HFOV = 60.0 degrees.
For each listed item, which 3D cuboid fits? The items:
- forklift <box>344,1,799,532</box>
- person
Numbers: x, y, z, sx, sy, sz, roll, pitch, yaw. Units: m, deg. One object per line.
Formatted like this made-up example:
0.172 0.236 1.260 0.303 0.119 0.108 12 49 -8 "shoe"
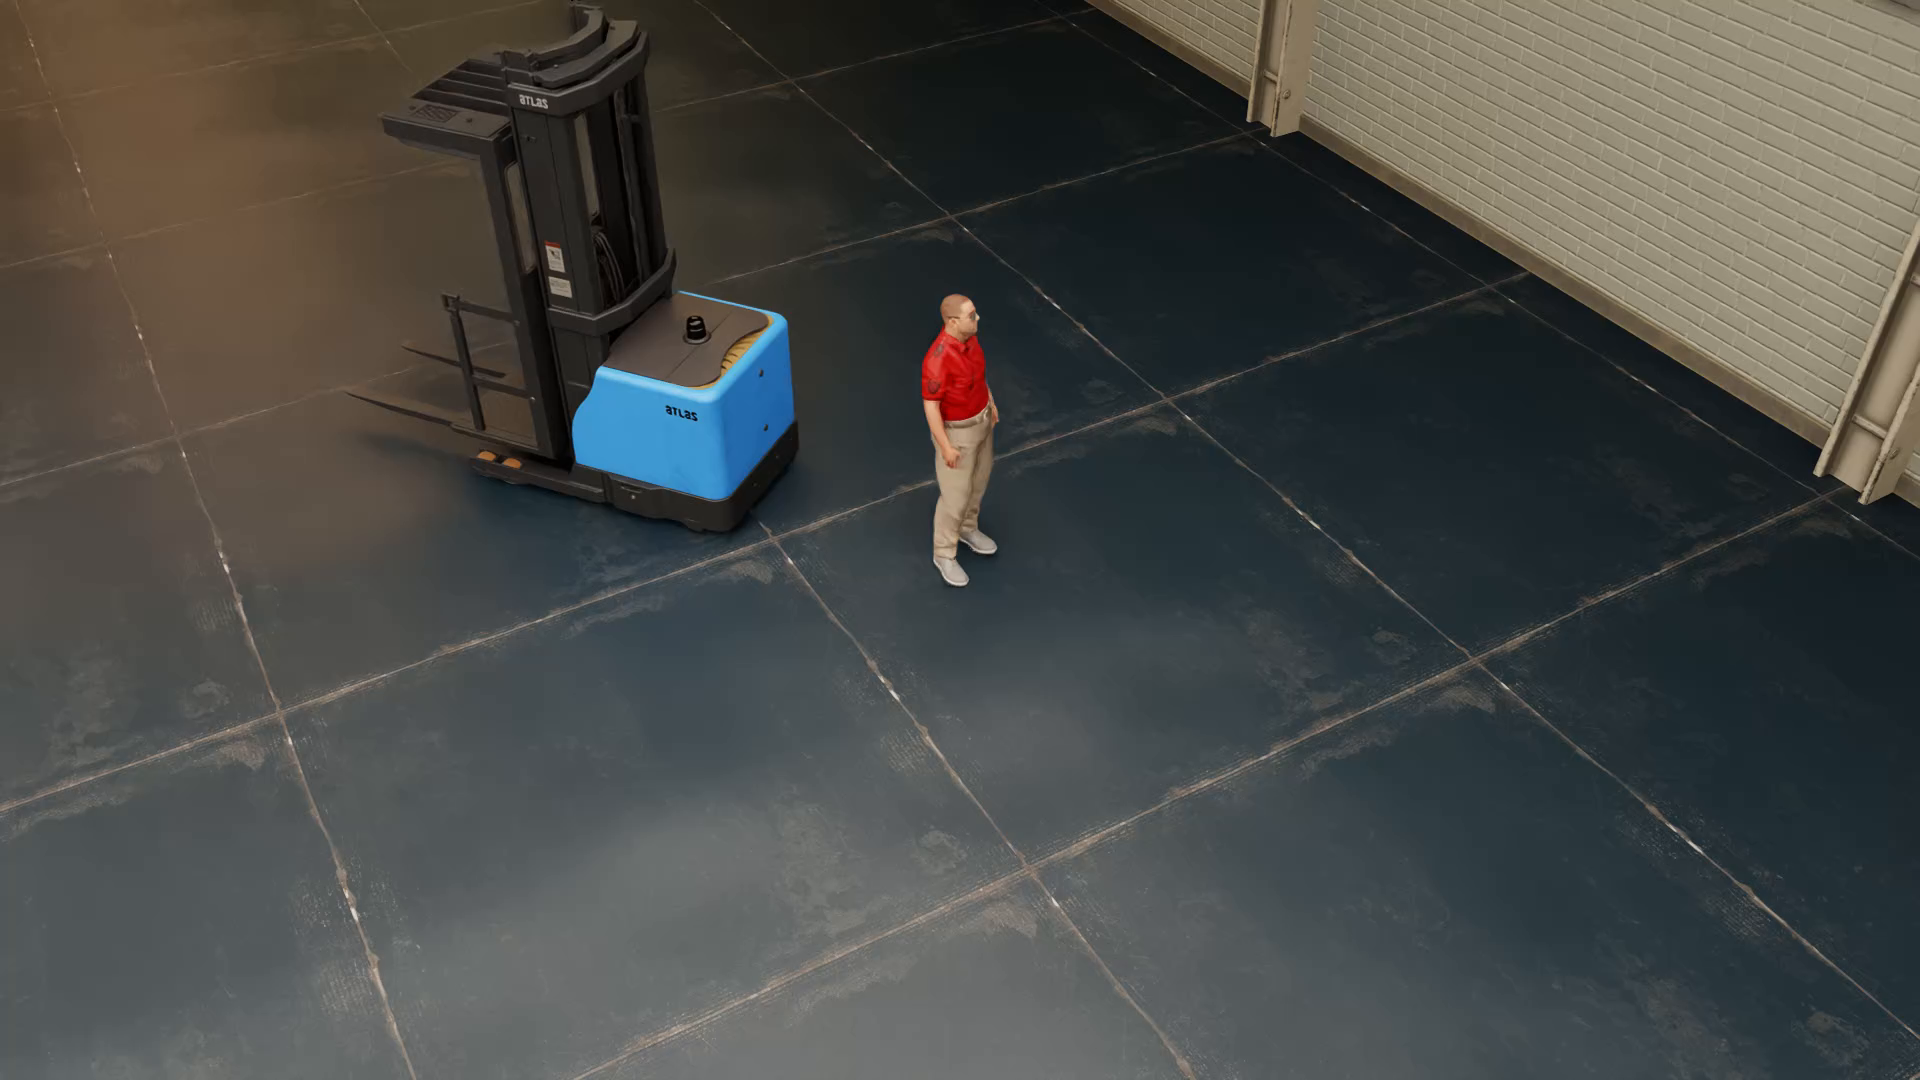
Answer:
-2.625 -1.785 10.188 3.031 2.935 1.130 15 42 17 "forklift"
0.024 -0.624 9.736 0.421 1.727 0.743 16 42 18 "person"
